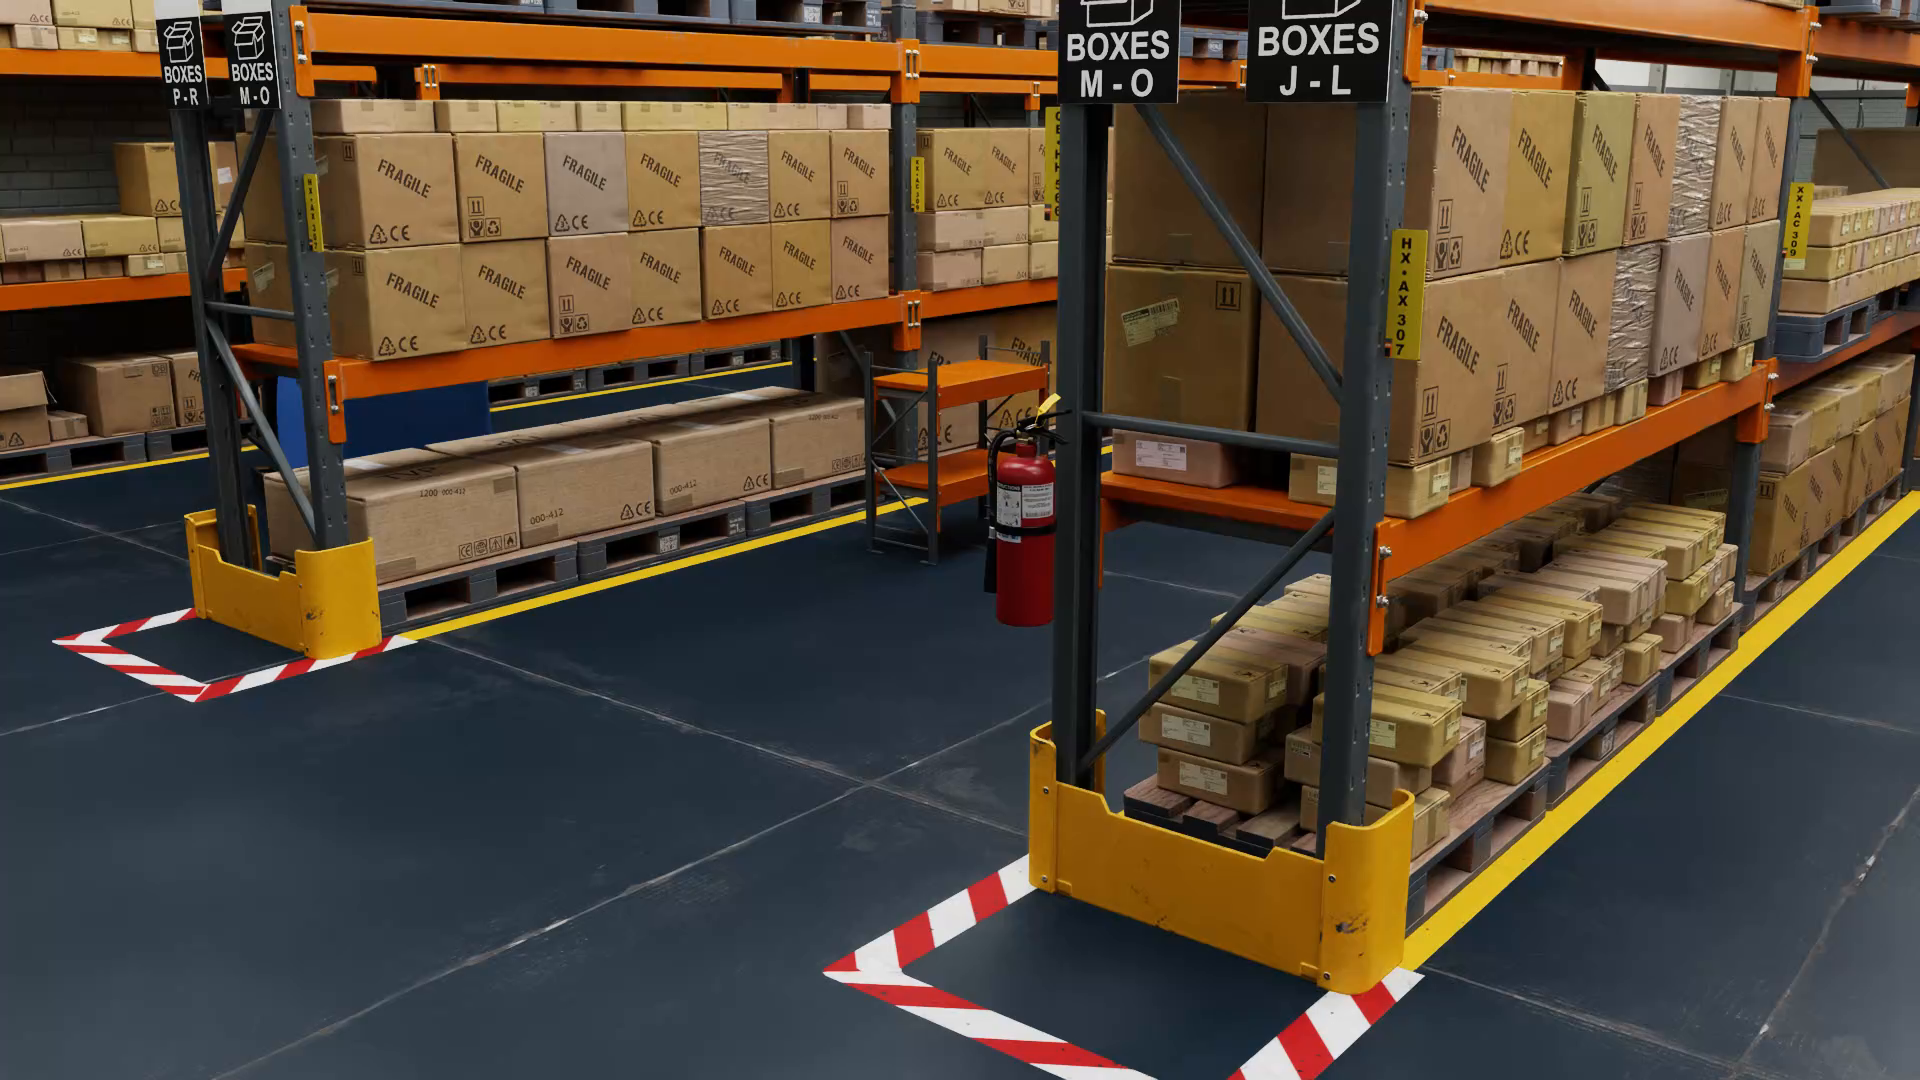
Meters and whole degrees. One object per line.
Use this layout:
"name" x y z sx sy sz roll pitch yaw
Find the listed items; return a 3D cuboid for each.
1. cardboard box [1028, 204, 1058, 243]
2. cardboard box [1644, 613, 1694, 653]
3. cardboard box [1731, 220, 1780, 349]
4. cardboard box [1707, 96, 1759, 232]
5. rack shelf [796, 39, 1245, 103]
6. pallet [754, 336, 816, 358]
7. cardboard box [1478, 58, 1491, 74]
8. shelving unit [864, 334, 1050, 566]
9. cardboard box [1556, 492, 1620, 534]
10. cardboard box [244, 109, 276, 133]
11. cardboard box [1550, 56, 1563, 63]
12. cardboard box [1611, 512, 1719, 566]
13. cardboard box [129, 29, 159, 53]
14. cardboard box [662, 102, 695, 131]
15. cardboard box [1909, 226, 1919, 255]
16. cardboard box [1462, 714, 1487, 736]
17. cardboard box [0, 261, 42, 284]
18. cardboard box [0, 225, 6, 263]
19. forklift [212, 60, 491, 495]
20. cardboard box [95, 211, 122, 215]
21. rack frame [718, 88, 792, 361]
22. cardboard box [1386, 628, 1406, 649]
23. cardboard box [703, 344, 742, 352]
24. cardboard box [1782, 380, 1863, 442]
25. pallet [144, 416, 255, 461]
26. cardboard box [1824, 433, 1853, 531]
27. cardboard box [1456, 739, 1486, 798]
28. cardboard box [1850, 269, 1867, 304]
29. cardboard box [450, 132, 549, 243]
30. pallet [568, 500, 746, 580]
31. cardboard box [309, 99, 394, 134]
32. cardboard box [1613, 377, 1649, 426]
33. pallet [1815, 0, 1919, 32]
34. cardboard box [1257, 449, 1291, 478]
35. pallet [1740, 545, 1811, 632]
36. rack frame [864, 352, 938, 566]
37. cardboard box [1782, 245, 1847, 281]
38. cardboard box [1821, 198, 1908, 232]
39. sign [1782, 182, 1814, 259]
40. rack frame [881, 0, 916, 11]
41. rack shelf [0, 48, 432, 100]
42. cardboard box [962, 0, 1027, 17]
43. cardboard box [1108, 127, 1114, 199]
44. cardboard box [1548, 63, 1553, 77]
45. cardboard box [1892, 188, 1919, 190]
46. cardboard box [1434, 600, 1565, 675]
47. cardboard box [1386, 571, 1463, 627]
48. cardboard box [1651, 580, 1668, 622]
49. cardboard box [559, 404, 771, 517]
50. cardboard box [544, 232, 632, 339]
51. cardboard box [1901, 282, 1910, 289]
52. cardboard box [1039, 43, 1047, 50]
"cardboard box" 0.448 -2.208 11.510 0.500 0.250 0.500 12 18 38
"cardboard box" 2.896 0.350 7.092 0.380 0.149 0.250 11 18 36
"cardboard box" 3.138 -1.110 7.094 0.500 0.500 0.500 11 18 38
"cardboard box" 2.816 -1.499 6.595 0.500 0.500 0.500 11 18 36
"rack shelf" 0.565 -3.289 11.845 1.077 0.370 4.000 11 18 38
"pallet" -1.493 -2.134 17.595 1.003 0.211 1.213 11 18 38
"cardboard box" 5.189 -4.834 16.978 0.380 0.149 0.250 12 19 39
"shelving unit" -0.004 -0.544 9.479 0.538 1.125 1.048 11 18 38
"cardboard box" 2.844 -0.130 7.772 0.380 0.149 0.250 12 19 40
"cardboard box" -3.136 -1.982 7.780 0.380 0.149 0.250 12 18 38
"cardboard box" 6.411 -5.390 18.357 0.500 0.250 0.500 11 18 37
"cardboard box" 3.071 -0.001 7.262 0.380 0.149 0.250 12 18 38
"cardboard box" -5.649 -3.438 11.481 0.380 0.149 0.250 11 18 38
"cardboard box" -1.633 -2.255 8.857 0.380 0.149 0.250 11 18 38
"cardboard box" 4.970 -1.633 9.014 0.380 0.149 0.250 12 18 39
"cardboard box" 1.538 0.581 5.576 0.380 0.149 0.250 12 18 38
"cardboard box" -6.387 -1.812 11.175 0.380 0.149 0.250 11 18 37
"cardboard box" -6.574 -1.919 10.784 0.500 0.250 0.500 11 18 38
"forklift" -3.989 -1.755 10.579 1.130 2.935 3.031 -9 17 -32
"cardboard box" -6.018 -2.295 12.267 0.500 0.250 0.500 11 18 37
"rack frame" -2.041 -3.334 16.655 1.000 3.000 0.127 11 18 38
"cardboard box" 1.458 0.400 6.289 0.380 0.149 0.250 12 18 38
"cardboard box" -2.462 -2.118 16.090 0.500 0.500 0.500 11 18 37
"cardboard box" 4.548 -0.709 9.024 0.500 0.250 0.500 12 19 40
"pallet" -5.754 -0.850 12.542 1.003 0.211 1.213 11 18 38
"cardboard box" 4.543 -0.350 9.134 0.500 0.500 0.500 12 18 38
"cardboard box" 1.538 0.728 5.602 0.380 0.149 0.250 12 18 38
"cardboard box" 4.157 -1.241 8.074 0.380 0.149 0.250 11 18 38
"cardboard box" -2.363 -1.715 8.050 0.500 0.500 0.500 11 18 36
"pallet" -1.997 -0.081 9.512 1.003 0.211 1.213 11 18 38
"cardboard box" -2.767 -1.907 7.487 0.380 0.149 0.250 12 18 39
"cardboard box" 2.298 -0.531 6.130 0.380 0.149 0.250 12 18 39
"pallet" 4.342 -2.718 8.517 1.213 0.211 1.003 11 18 38
"cardboard box" 0.878 -0.314 5.277 0.380 0.149 0.250 11 18 37
"pallet" 3.710 0.148 8.610 1.003 0.211 1.213 11 18 38
"rack frame" -0.324 -0.447 9.096 0.500 1.125 0.032 11 18 38
"cardboard box" 3.827 -1.284 7.639 0.380 0.149 0.250 12 18 38
"cardboard box" 4.639 -1.676 8.577 0.380 0.149 0.250 12 19 40
"sign" 3.649 -1.391 7.248 0.100 0.325 0.005 11 18 38
"rack frame" -0.692 -4.708 9.880 1.000 3.000 0.127 11 18 38
"rack shelf" -5.812 -3.290 11.851 1.077 0.370 4.000 11 18 38
"cardboard box" 0.088 -3.630 10.673 0.500 0.500 0.500 11 18 37
"cardboard box" 1.067 -2.767 12.187 0.500 0.500 0.500 11 18 38
"cardboard box" 6.308 -5.183 18.350 0.380 0.149 0.250 11 18 38
"cardboard box" 5.784 -2.025 9.952 0.380 0.149 0.250 10 18 35
"cardboard box" 1.912 0.342 5.912 0.380 0.149 0.250 12 19 40
"cardboard box" 1.699 0.220 6.395 0.380 0.149 0.250 11 18 36
"cardboard box" 2.722 0.230 6.957 0.380 0.149 0.250 11 18 38
"cardboard box" -1.732 -0.487 9.799 0.875 0.438 0.875 11 18 36
"cardboard box" -2.051 -1.326 8.548 0.500 0.500 0.500 11 18 37
"cardboard box" 6.228 -1.913 10.856 0.500 0.500 0.500 12 18 38
"cardboard box" 0.991 -5.723 19.421 0.380 0.149 0.250 12 18 39
